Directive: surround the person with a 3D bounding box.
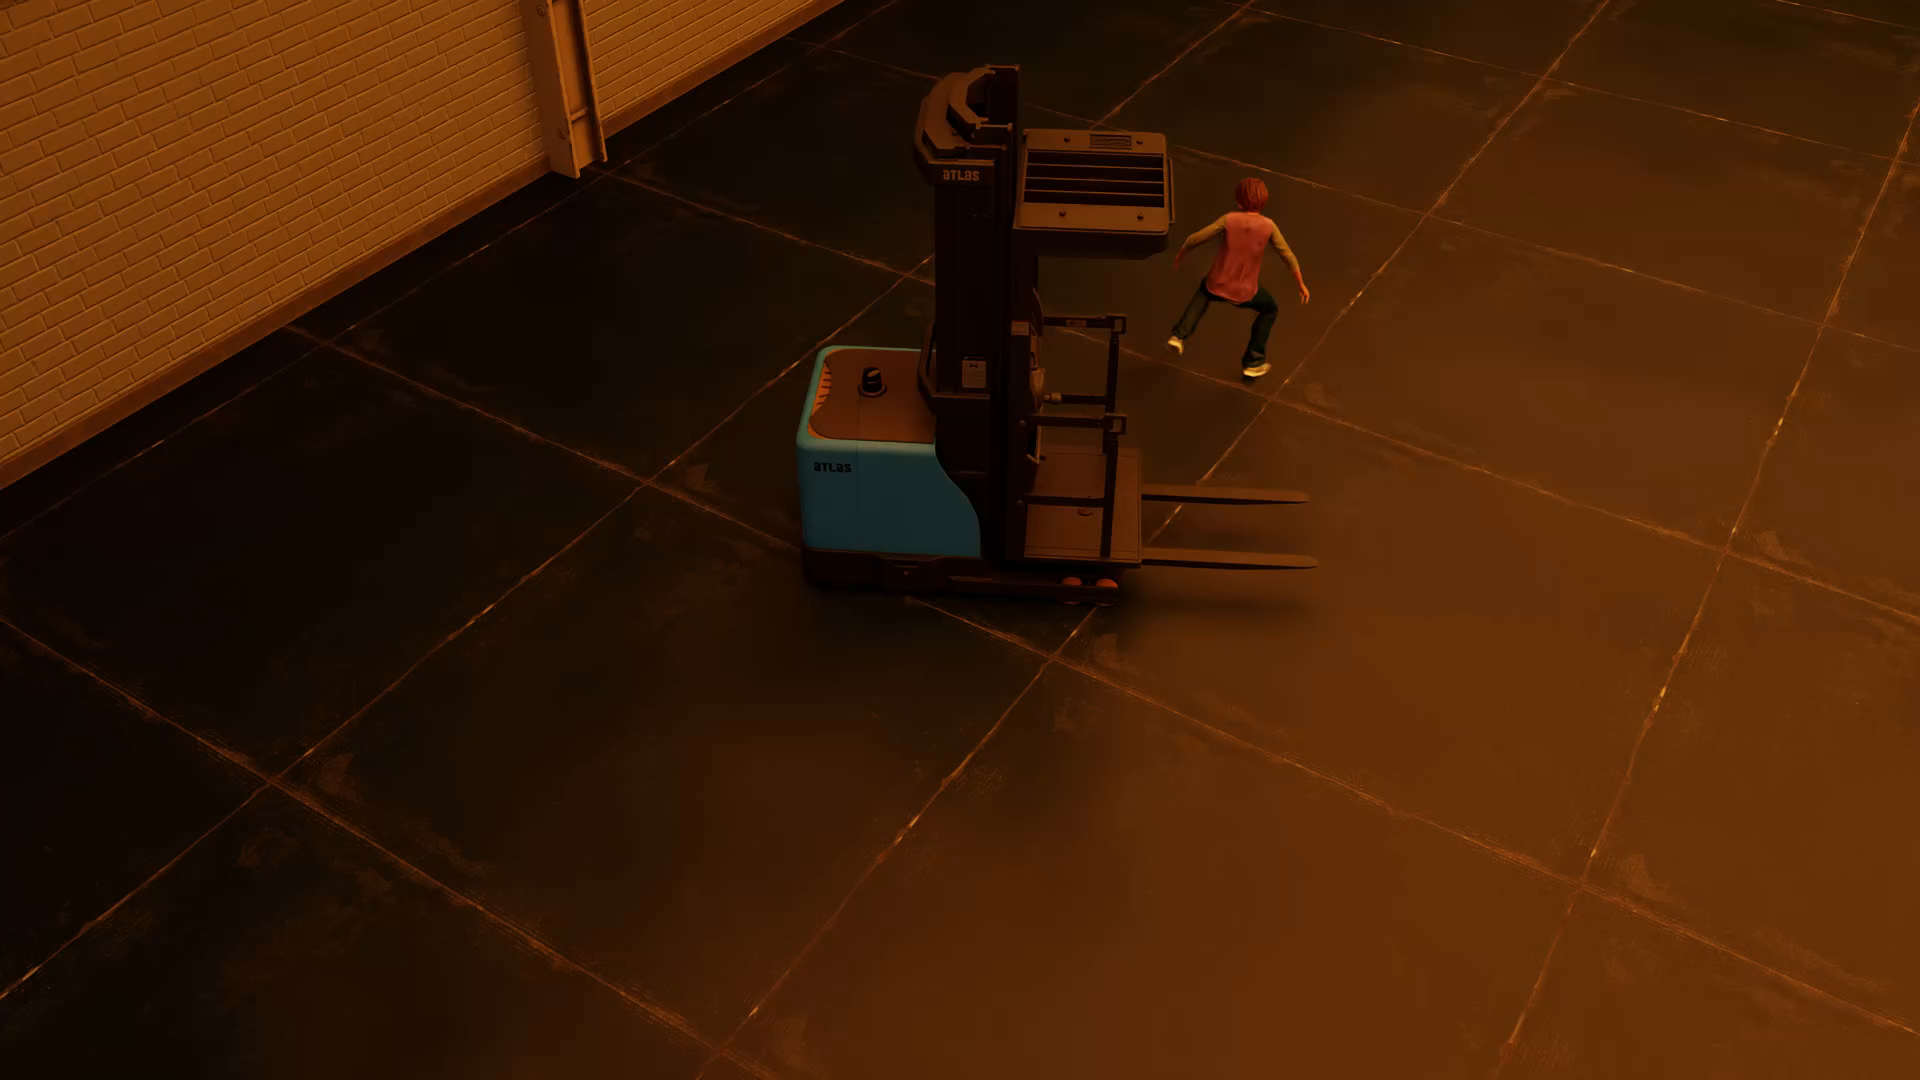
[{"bbox_3d":[1.884,-1.742,11.190,0.925,1.481,0.461,15,43,17],"label":"person"}]

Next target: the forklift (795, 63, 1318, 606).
[{"bbox_3d":[0.609,-1.087,9.250,3.031,2.935,1.130,3,40,3],"label":"forklift"}]
